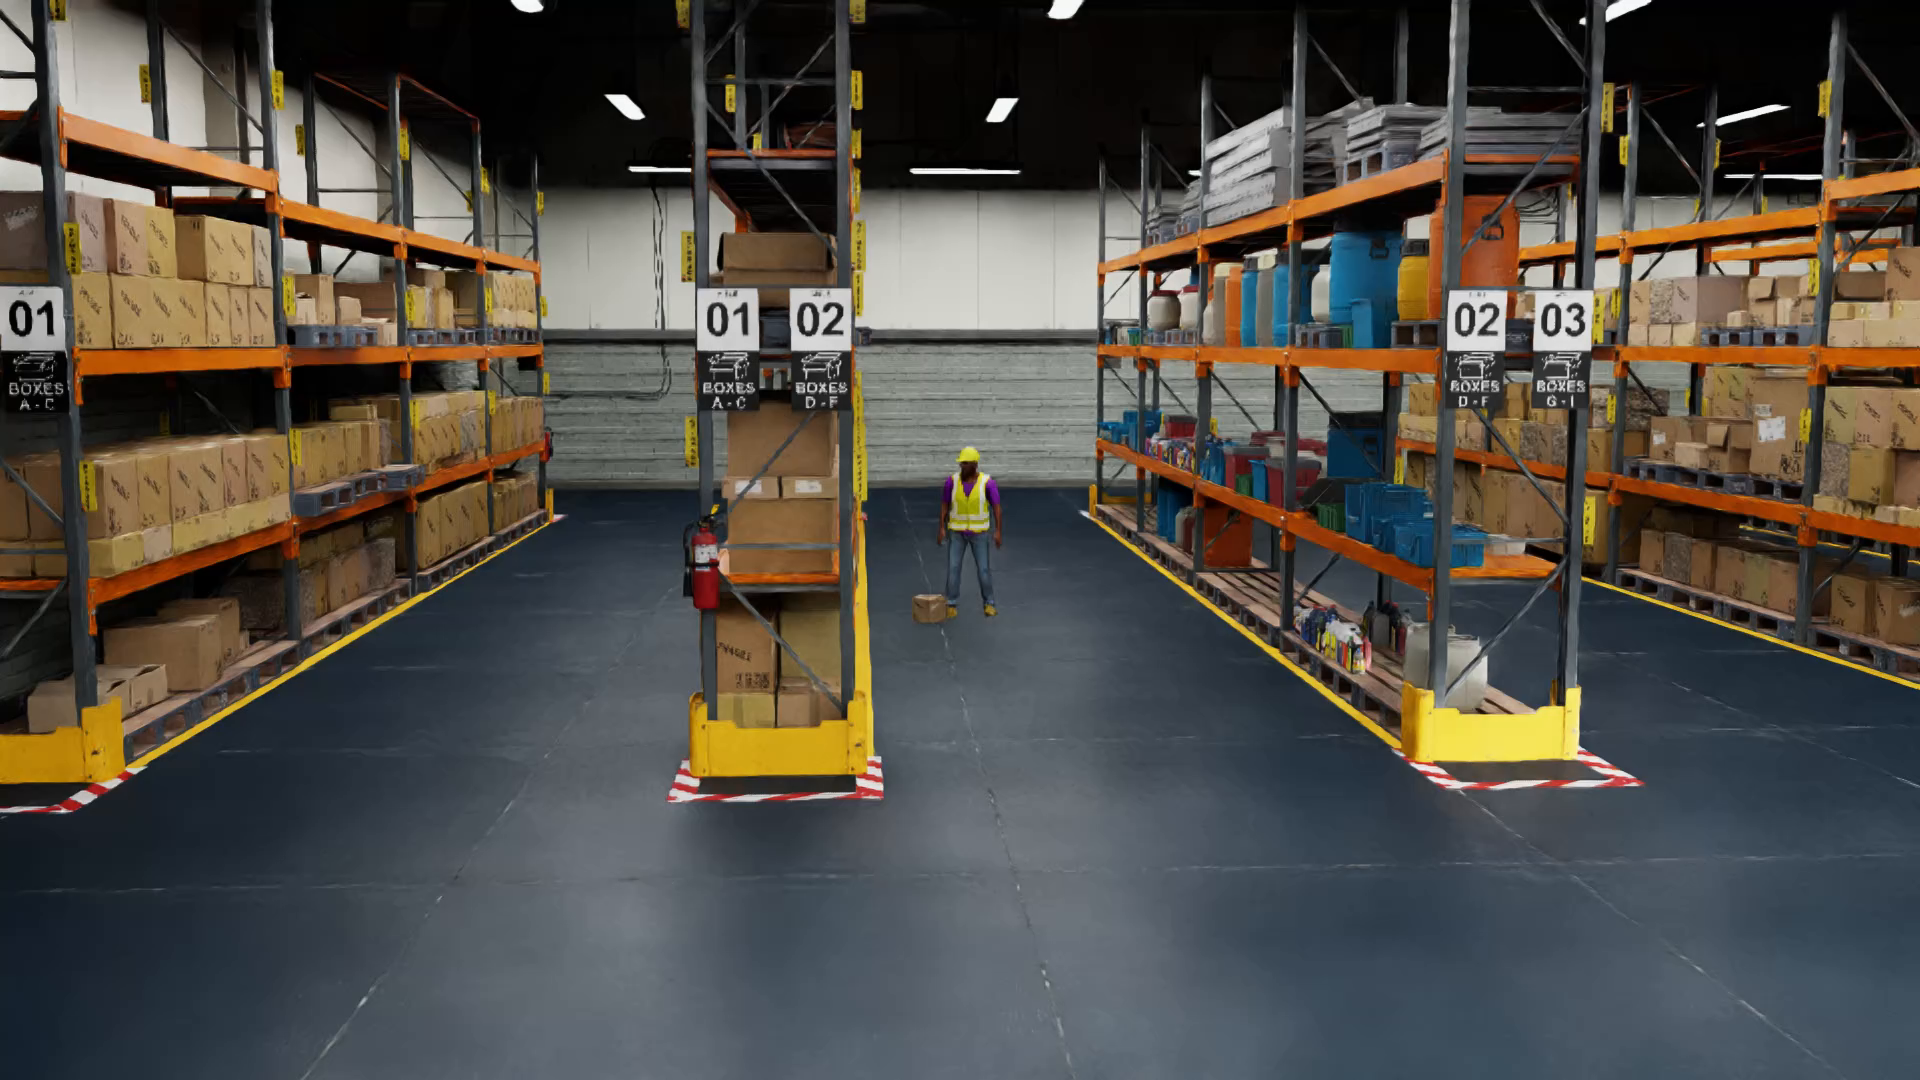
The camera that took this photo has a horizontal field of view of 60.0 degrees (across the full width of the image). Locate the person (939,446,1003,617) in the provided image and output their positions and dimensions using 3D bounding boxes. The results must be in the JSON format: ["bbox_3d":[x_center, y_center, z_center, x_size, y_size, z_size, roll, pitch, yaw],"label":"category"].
[{"bbox_3d":[0.119,-0.092,17.351,0.677,1.771,0.440,1,7,6],"label":"person"}]
